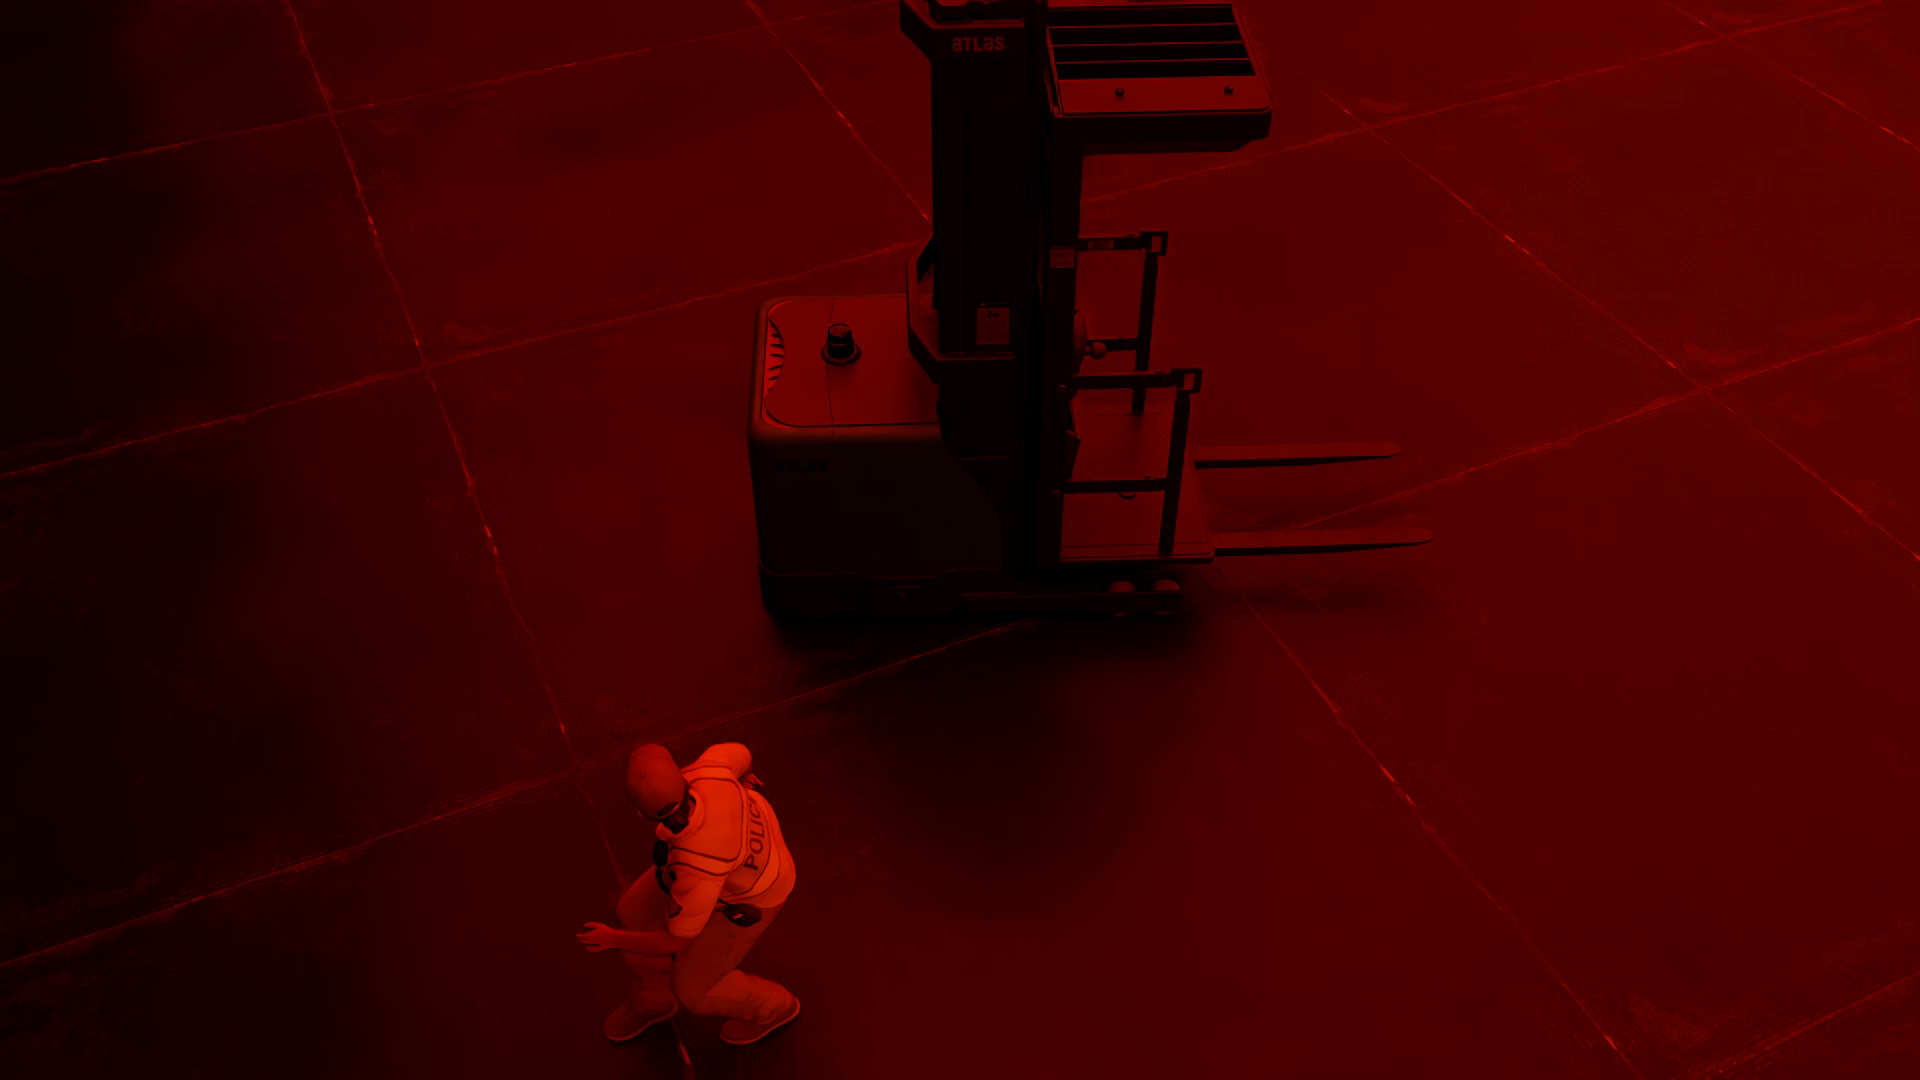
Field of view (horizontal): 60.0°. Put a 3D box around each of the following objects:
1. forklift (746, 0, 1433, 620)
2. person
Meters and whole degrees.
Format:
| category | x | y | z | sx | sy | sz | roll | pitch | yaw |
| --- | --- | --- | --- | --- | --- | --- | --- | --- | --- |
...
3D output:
| category | x | y | z | sx | sy | sz | roll | pitch | yaw |
| --- | --- | --- | --- | --- | --- | --- | --- | --- | --- |
| forklift | 0.610 | -1.090 | 6.848 | 3.031 | 2.935 | 1.130 | -2 | 43 | -2 |
| person | -0.928 | 1.135 | 5.548 | 0.748 | 1.487 | 0.704 | -13 | 45 | -14 |
